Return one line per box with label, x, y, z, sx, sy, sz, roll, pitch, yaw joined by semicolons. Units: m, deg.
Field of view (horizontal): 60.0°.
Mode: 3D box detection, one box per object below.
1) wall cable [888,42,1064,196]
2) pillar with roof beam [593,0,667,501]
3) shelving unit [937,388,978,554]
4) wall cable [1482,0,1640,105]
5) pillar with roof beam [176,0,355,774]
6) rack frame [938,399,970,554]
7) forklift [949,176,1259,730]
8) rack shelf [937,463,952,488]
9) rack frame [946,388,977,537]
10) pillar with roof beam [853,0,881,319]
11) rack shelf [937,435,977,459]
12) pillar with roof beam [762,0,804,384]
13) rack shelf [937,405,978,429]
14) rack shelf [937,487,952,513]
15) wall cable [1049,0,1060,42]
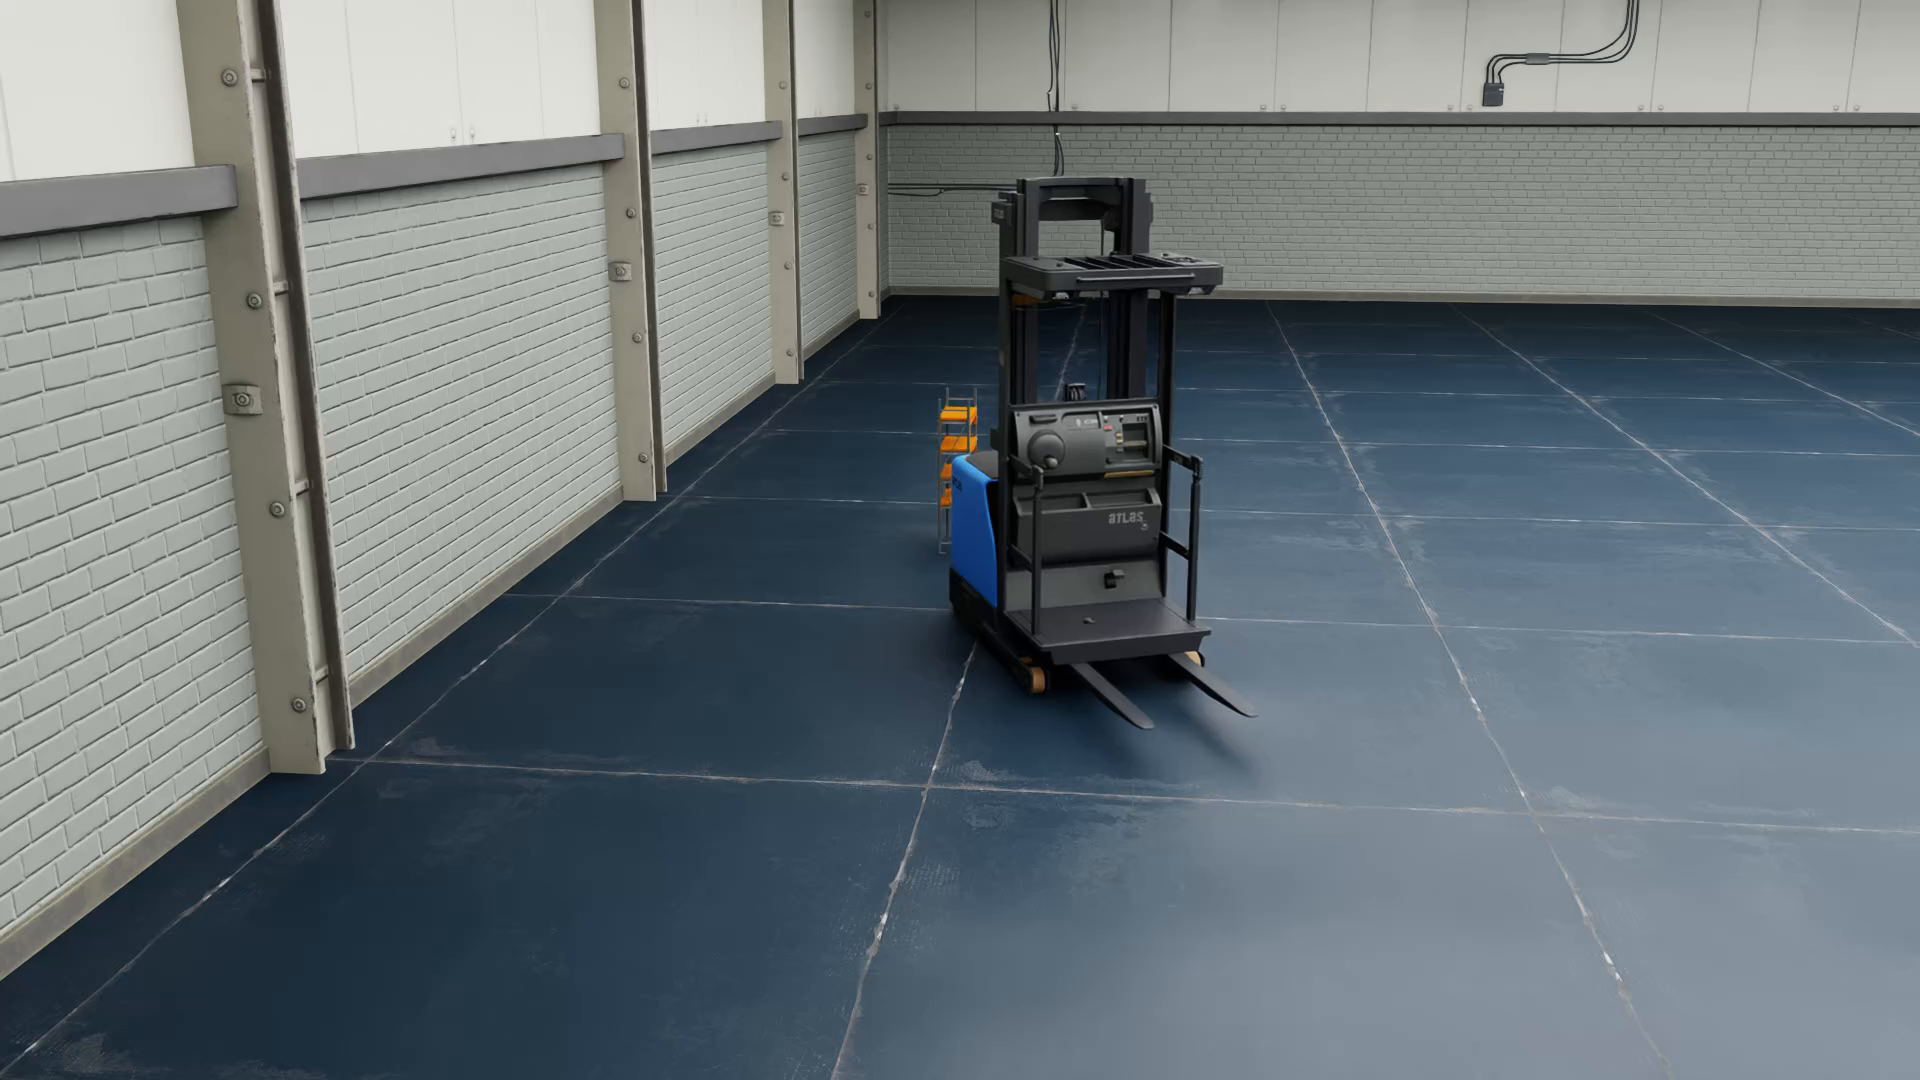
wall cable;0.221;-7.075;28.036;3.097;2.526;0.112;2;15;6
pillar with roof beam;1.498;-4.610;12.970;9.100;9.000;0.400;2;15;6
shelving unit;-0.019;-0.536;12.847;0.258;1.200;0.503;2;15;6
wall cable;9.652;-9.932;26.137;2.305;6.003;0.169;2;15;6
pillar with roof beam;0.821;-3.053;7.215;9.100;9.000;0.400;2;15;6
rack frame;-0.046;-0.473;12.613;0.240;1.200;0.015;2;15;6
forklift;0.839;-0.619;9.835;1.130;2.935;3.031;-4;16;-16
rack shelf;-0.019;-0.471;12.864;0.258;0.148;0.480;2;15;6
rack frame;0.009;-0.600;13.081;0.240;1.200;0.015;2;15;6
pillar with roof beam;2.852;-7.722;24.480;9.100;9.000;0.400;2;15;6
rack shelf;-0.019;-0.687;12.806;0.258;0.148;0.480;2;15;6
pillar with roof beam;2.175;-6.166;18.725;9.100;9.000;0.400;2;15;6
rack shelf;-0.019;-0.916;12.744;0.258;0.148;0.480;2;15;6
rack shelf;-0.019;-0.280;12.916;0.258;0.148;0.480;2;15;6
wall cable;2.909;-9.433;27.082;3.097;2.526;0.112;2;15;6
